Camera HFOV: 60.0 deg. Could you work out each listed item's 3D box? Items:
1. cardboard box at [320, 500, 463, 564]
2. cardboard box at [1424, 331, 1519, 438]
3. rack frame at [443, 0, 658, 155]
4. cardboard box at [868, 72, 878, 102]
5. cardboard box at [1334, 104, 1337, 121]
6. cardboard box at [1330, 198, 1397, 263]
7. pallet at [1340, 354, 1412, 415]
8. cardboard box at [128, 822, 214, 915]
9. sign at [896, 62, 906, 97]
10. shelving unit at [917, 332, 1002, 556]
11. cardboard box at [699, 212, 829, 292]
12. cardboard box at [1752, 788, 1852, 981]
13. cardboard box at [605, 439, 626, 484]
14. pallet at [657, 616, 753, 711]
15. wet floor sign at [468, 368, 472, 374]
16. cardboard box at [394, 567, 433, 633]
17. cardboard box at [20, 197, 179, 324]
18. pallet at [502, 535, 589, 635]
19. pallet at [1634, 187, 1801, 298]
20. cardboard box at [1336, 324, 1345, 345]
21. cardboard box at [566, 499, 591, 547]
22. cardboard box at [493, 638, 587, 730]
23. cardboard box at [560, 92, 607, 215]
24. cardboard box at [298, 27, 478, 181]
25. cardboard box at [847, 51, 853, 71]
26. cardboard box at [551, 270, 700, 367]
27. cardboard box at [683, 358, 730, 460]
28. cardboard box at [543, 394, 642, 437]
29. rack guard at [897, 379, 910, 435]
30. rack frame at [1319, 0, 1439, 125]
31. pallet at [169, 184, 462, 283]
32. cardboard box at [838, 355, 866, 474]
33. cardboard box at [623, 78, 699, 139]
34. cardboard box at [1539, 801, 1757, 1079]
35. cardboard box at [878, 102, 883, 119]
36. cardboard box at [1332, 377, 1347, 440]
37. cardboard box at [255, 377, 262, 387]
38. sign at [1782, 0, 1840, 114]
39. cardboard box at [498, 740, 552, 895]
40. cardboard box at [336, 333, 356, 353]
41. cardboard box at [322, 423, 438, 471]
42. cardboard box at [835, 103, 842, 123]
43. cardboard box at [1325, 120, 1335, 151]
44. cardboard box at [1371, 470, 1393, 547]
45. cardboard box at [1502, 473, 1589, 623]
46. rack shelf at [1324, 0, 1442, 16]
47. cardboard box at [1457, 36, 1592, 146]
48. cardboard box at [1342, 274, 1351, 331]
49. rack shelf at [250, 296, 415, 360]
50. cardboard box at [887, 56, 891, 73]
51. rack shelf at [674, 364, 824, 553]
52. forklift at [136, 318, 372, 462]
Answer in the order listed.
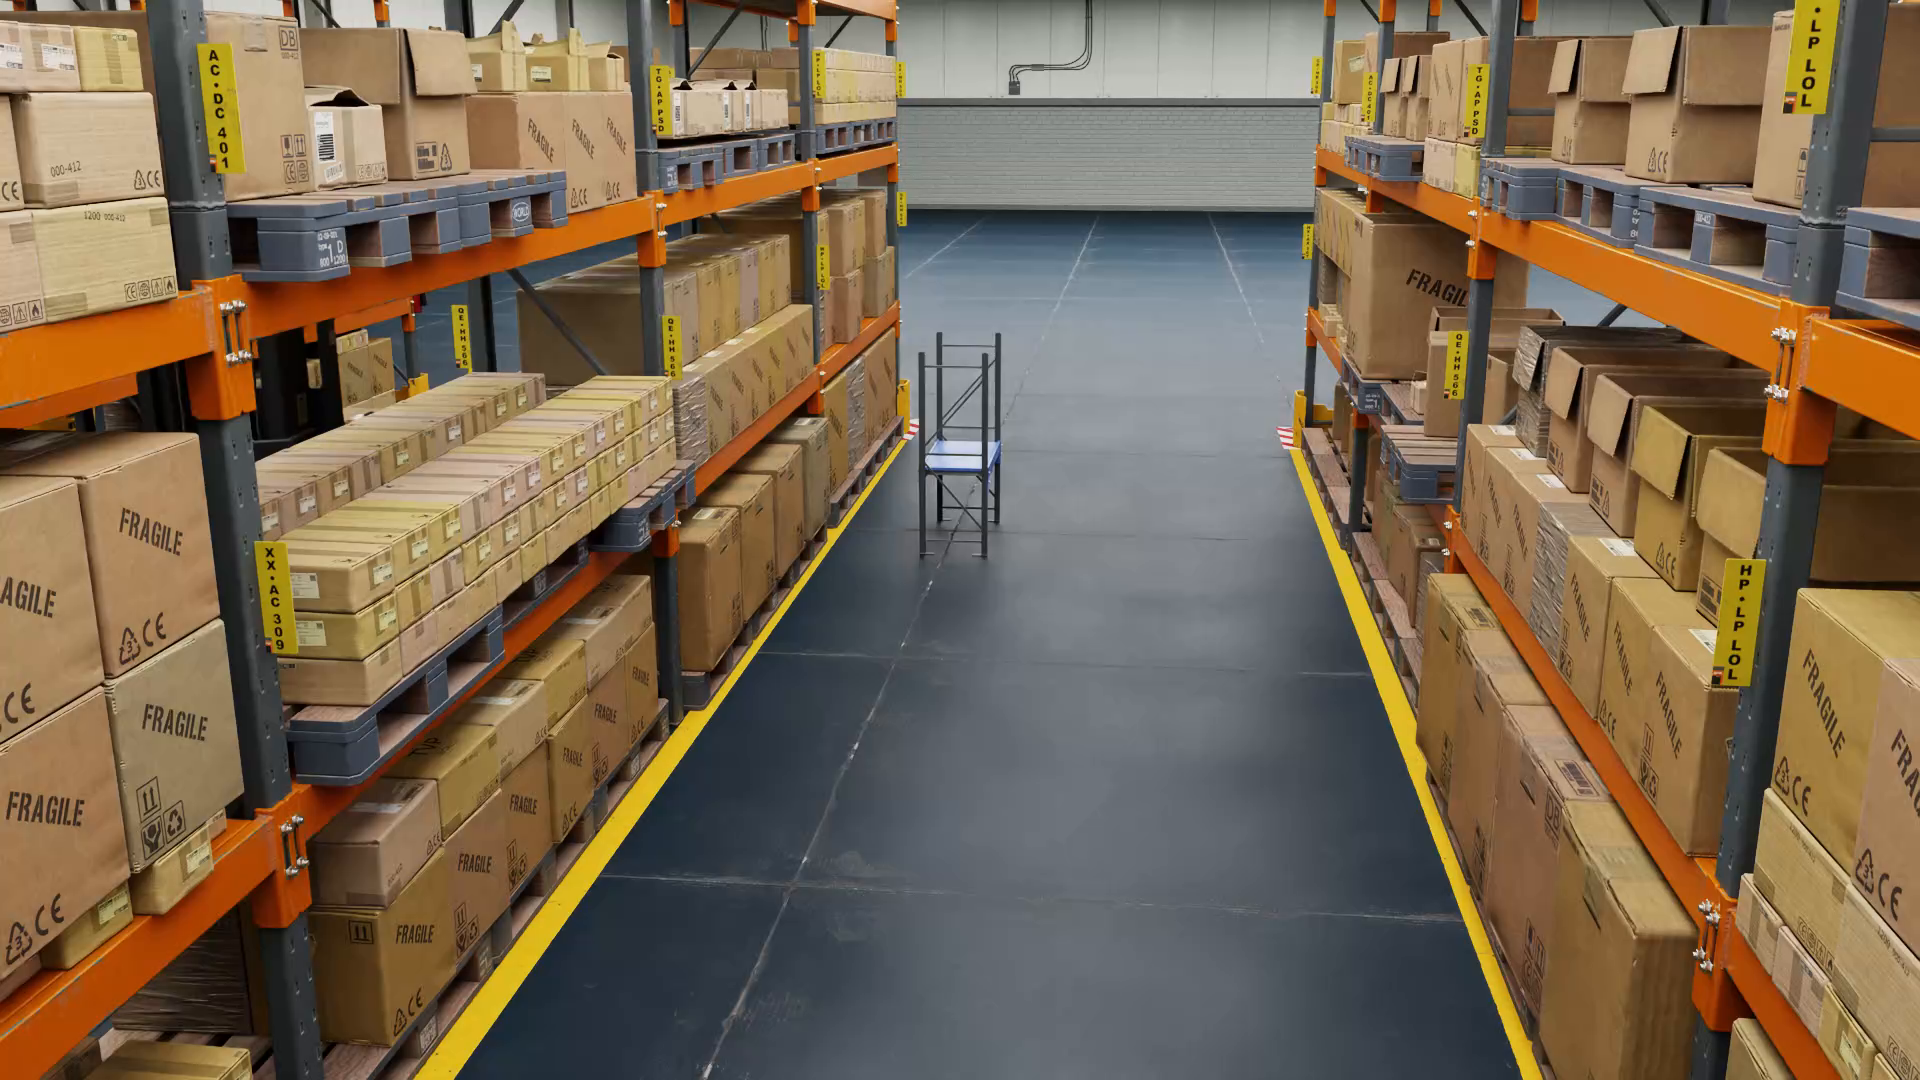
[{"bbox_3d":[-1.899,-0.030,5.563,0.380,0.149,0.250,2,15,7],"label":"cardboard box"},{"bbox_3d":[2.895,-0.839,9.021,0.700,0.500,0.500,4,16,15],"label":"cardboard box"},{"bbox_3d":[-2.006,-3.367,7.875,1.000,3.000,0.127,2,15,6],"label":"rack frame"},{"bbox_3d":[-0.996,-3.921,14.391,0.500,0.250,0.500,2,15,6],"label":"cardboard box"},{"bbox_3d":[3.420,-3.675,14.284,0.380,0.149,0.250,2,15,9],"label":"cardboard box"},{"bbox_3d":[3.312,-2.525,13.575,0.500,0.500,0.500,2,15,6],"label":"cardboard box"},{"bbox_3d":[3.131,-1.050,11.165,1.003,0.211,1.213,2,15,6],"label":"pallet"},{"bbox_3d":[-2.178,0.839,4.296,0.380,0.149,0.250,1,15,5],"label":"cardboard box"},{"bbox_3d":[-0.566,-4.364,15.762,0.100,0.325,0.005,2,15,6],"label":"sign"},{"bbox_3d":[0.010,-0.746,12.548,0.538,1.500,1.048,2,15,6],"label":"shelving unit"},{"bbox_3d":[-1.479,-2.197,12.684,0.875,0.550,0.550,2,15,6],"label":"cardboard box"},{"bbox_3d":[2.146,0.782,3.743,0.500,0.250,0.500,1,15,5],"label":"cardboard box"},{"bbox_3d":[-1.694,-0.352,7.325,0.380,0.149,0.250,2,15,6],"label":"cardboard box"},{"bbox_3d":[-1.842,0.673,9.770,1.003,0.211,1.213,2,15,6],"label":"pallet"},{"bbox_3d":[-4.949,-1.547,17.146,0.267,0.644,0.232,7,17,25],"label":"wet floor sign"},{"bbox_3d":[-1.929,0.185,5.337,0.380,0.149,0.250,1,15,5],"label":"cardboard box"},{"bbox_3d":[-2.245,-0.674,3.949,0.500,0.250,0.500,2,15,8],"label":"cardboard box"},{"bbox_3d":[-2.189,0.136,6.780,1.003,0.211,1.213,2,15,6],"label":"pallet"},{"bbox_3d":[2.514,-0.856,4.702,0.805,0.209,1.217,1,15,4],"label":"pallet"},{"bbox_3d":[3.278,-1.668,13.565,0.380,0.149,0.250,2,15,6],"label":"cardboard box"},{"bbox_3d":[-1.755,-0.079,6.883,0.380,0.149,0.250,2,15,8],"label":"cardboard box"},{"bbox_3d":[-1.942,0.619,7.175,0.500,0.250,0.500,2,15,8],"label":"cardboard box"},{"bbox_3d":[-1.862,-1.682,7.197,0.500,0.500,0.500,2,15,6],"label":"cardboard box"},{"bbox_3d":[-2.153,-1.531,5.829,0.797,0.503,0.637,1,15,6],"label":"cardboard box"},{"bbox_3d":[-1.063,-3.820,13.254,0.380,0.149,0.250,2,15,7],"label":"cardboard box"},{"bbox_3d":[-1.890,-1.249,9.429,0.700,0.500,0.500,1,15,5],"label":"cardboard box"},{"bbox_3d":[-1.633,-0.760,9.534,0.500,0.500,0.500,2,15,6],"label":"cardboard box"},{"bbox_3d":[-1.666,-0.566,7.546,0.380,0.149,0.250,2,15,8],"label":"cardboard box"},{"bbox_3d":[-1.101,-1.346,16.680,1.175,0.500,0.348,2,15,6],"label":"rack guard"},{"bbox_3d":[3.813,-5.270,14.911,1.000,3.000,0.127,2,15,6],"label":"rack frame"},{"bbox_3d":[-2.282,-0.948,5.035,1.213,0.211,1.003,2,15,6],"label":"pallet"},{"bbox_3d":[-1.316,-1.081,14.178,0.875,0.875,0.875,2,15,7],"label":"cardboard box"},{"bbox_3d":[-1.706,-2.308,8.880,0.500,0.311,0.500,2,15,6],"label":"cardboard box"},{"bbox_3d":[2.512,1.395,5.022,1.225,0.875,0.875,2,15,6],"label":"cardboard box"},{"bbox_3d":[-0.891,-3.830,14.818,0.380,0.149,0.250,2,15,7],"label":"cardboard box"},{"bbox_3d":[3.726,-1.208,15.368,0.500,0.500,0.500,5,16,17],"label":"cardboard box"},{"bbox_3d":[-6.101,-1.150,14.194,0.500,0.500,0.500,2,15,9],"label":"cardboard box"},{"bbox_3d":[1.919,-1.124,3.734,0.100,0.325,0.005,2,15,6],"label":"sign"},{"bbox_3d":[-2.007,1.113,6.784,0.500,0.500,0.500,2,15,7],"label":"cardboard box"},{"bbox_3d":[-5.871,-1.838,15.498,0.380,0.149,0.250,2,15,7],"label":"cardboard box"},{"bbox_3d":[-2.398,-0.385,6.875,0.380,0.149,0.250,2,15,8],"label":"cardboard box"},{"bbox_3d":[-1.119,-3.303,12.868,0.380,0.149,0.250,2,15,6],"label":"cardboard box"},{"bbox_3d":[3.450,-3.498,14.393,0.500,0.250,0.500,1,15,5],"label":"cardboard box"},{"bbox_3d":[3.271,-0.183,11.540,0.700,0.500,0.500,1,15,2],"label":"cardboard box"},{"bbox_3d":[2.475,0.038,6.584,0.500,0.500,0.500,1,15,5],"label":"cardboard box"},{"bbox_3d":[3.588,-4.402,13.087,1.077,0.370,4.000,2,15,6],"label":"rack shelf"},{"bbox_3d":[2.716,-2.168,8.036,0.500,0.500,0.500,2,15,8],"label":"cardboard box"},{"bbox_3d":[3.522,-1.904,13.197,0.875,0.500,0.500,2,15,6],"label":"cardboard box"},{"bbox_3d":[-6.259,-1.800,14.949,1.077,0.370,4.000,2,15,6],"label":"rack shelf"},{"bbox_3d":[-0.834,-4.347,15.201,0.380,0.149,0.250,2,15,7],"label":"cardboard box"},{"bbox_3d":[-1.781,-0.643,10.670,1.077,0.370,4.000,2,15,6],"label":"rack shelf"},{"bbox_3d":[-4.200,-0.826,10.102,1.130,2.935,3.031,1,15,2],"label":"forklift"}]
